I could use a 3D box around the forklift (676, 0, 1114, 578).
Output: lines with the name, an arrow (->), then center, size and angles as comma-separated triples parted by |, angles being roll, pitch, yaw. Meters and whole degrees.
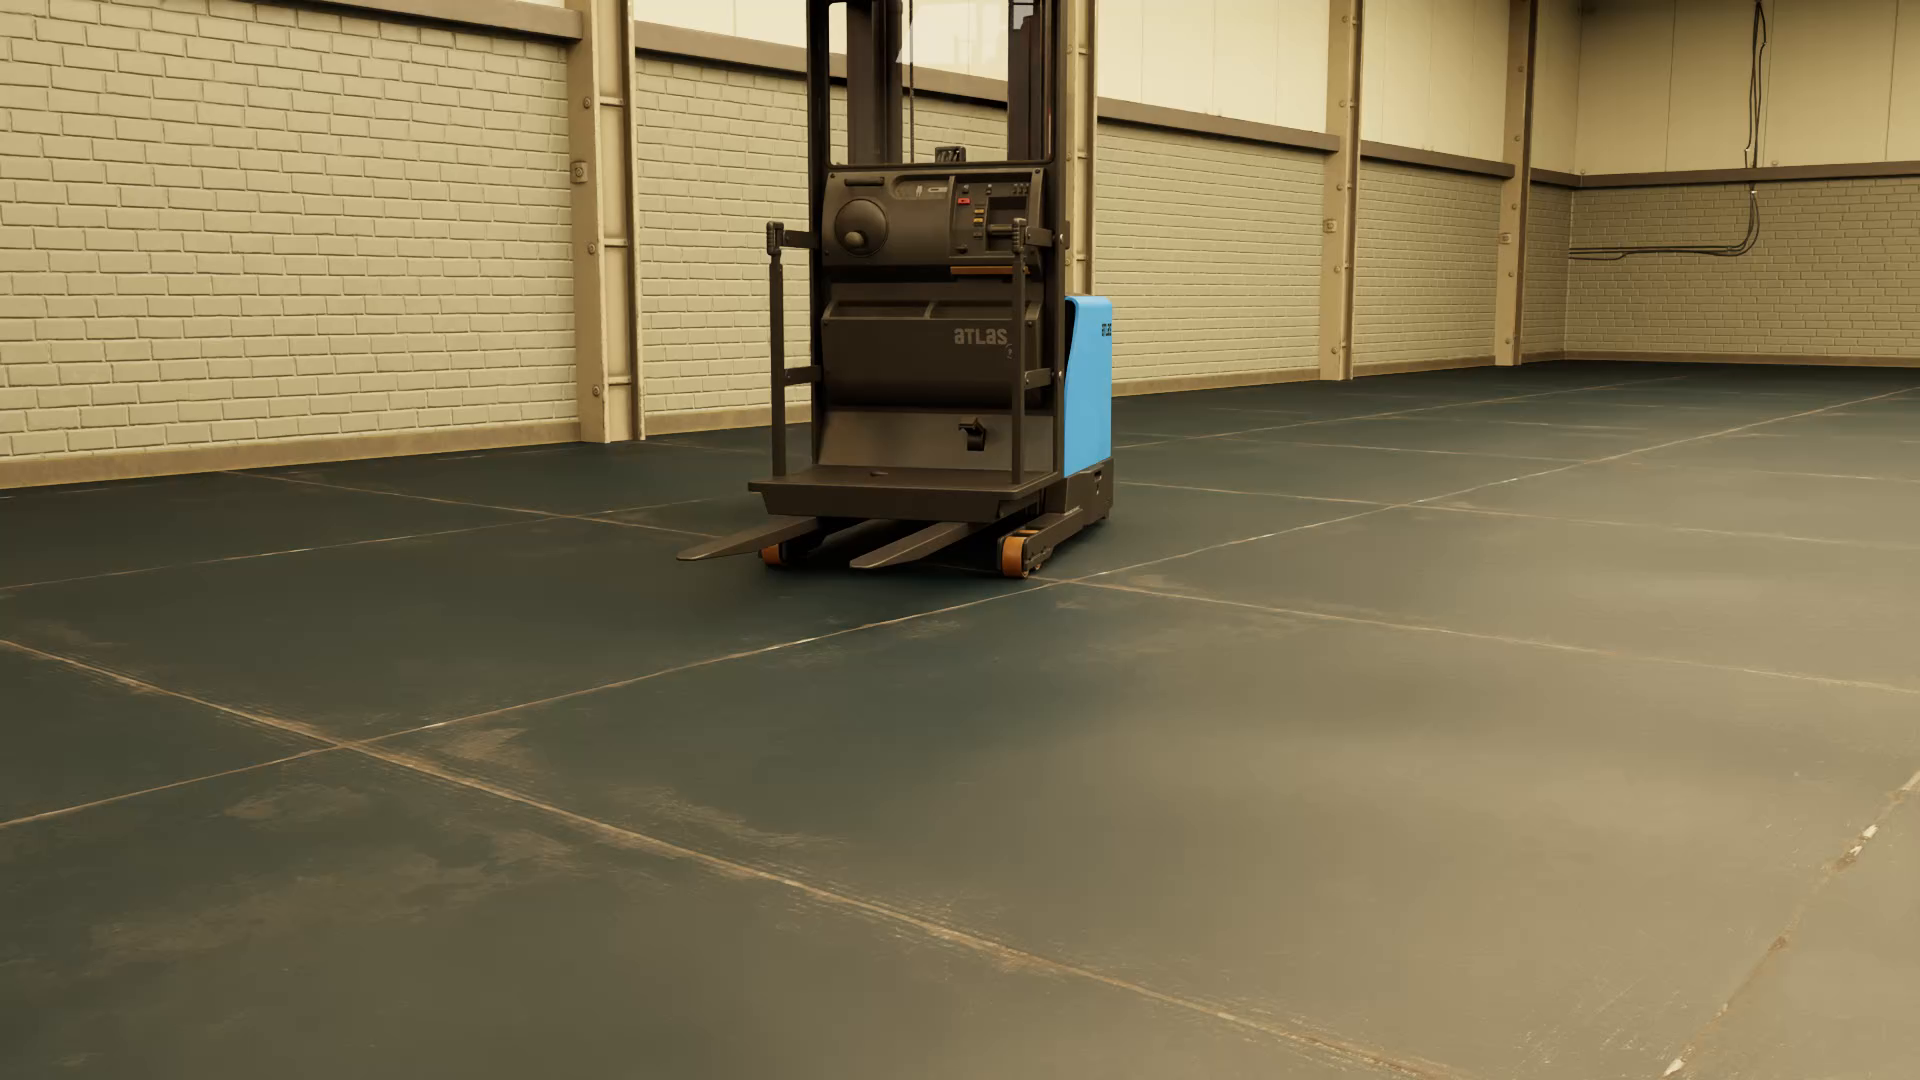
forklift -> -0.176, -1.366, 6.616 | 1.130, 2.935, 3.031 | 3, 9, 17
